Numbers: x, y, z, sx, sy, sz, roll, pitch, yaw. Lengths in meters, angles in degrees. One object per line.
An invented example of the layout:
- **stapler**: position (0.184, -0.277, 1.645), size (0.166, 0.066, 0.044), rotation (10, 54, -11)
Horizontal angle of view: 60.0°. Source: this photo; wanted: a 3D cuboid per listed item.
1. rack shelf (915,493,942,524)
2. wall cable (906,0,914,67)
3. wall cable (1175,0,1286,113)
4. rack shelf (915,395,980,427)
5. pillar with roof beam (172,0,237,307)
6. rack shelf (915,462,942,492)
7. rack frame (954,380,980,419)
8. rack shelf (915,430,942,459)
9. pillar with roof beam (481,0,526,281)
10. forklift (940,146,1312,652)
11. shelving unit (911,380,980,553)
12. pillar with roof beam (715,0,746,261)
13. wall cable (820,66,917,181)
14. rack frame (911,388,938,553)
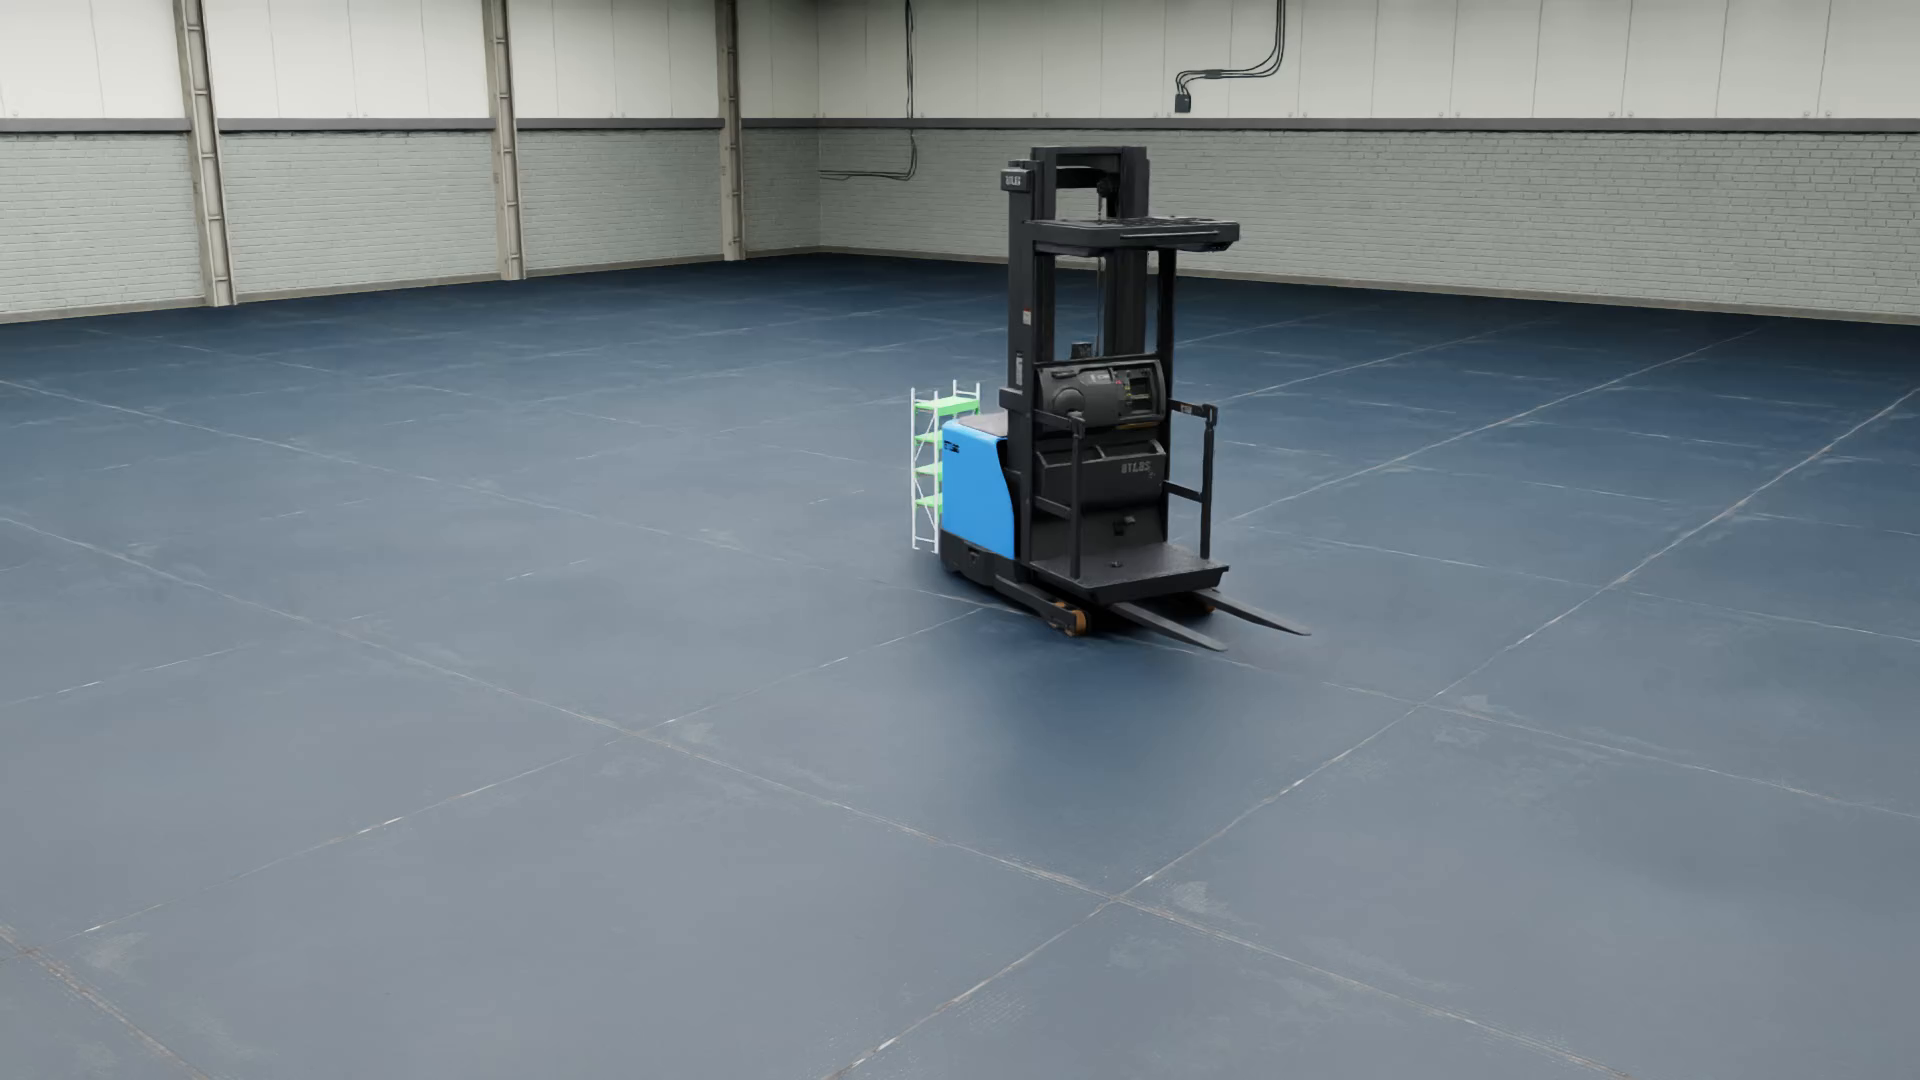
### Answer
- **rack shelf**: position (-0.104, -0.255, 12.425), size (0.258, 0.148, 0.480), rotation (11, 18, 38)
- **wall cable**: position (-0.094, -11.555, 35.882), size (3.097, 2.526, 0.112), rotation (11, 18, 38)
- **wall cable**: position (5.176, -11.207, 31.556), size (2.305, 6.003, 0.169), rotation (11, 18, 38)
- **rack shelf**: position (-0.104, -0.953, 12.248), size (0.258, 0.148, 0.480), rotation (11, 18, 38)
- **pillar with roof beam**: position (-9.272, -7.707, 24.685), size (9.100, 9.000, 0.400), rotation (11, 18, 38)
- **rack shelf**: position (-0.104, -0.488, 12.366), size (0.258, 0.148, 0.480), rotation (11, 18, 38)
- **rack frame**: position (0.049, -0.597, 12.534), size (0.240, 1.200, 0.015), rotation (11, 18, 38)
- **rack shelf**: position (-0.104, -0.721, 12.307), size (0.258, 0.148, 0.480), rotation (11, 18, 38)
- **pillar with roof beam**: position (-5.501, -8.856, 29.208), size (9.100, 9.000, 0.400), rotation (11, 18, 38)
- **forklift**: position (1.011, -0.952, 10.417), size (1.130, 2.935, 3.031), rotation (-8, 16, -28)
- **shelving unit**: position (-0.104, -0.550, 12.350), size (0.258, 1.200, 0.503), rotation (11, 18, 38)
- **pillar with roof beam**: position (-1.730, -10.005, 33.732), size (9.100, 9.000, 0.400), rotation (11, 18, 38)
- **wall cable**: position (-2.198, -9.526, 38.152), size (3.097, 2.526, 0.112), rotation (11, 18, 38)
- **rack frame**: position (-0.257, -0.503, 12.166), size (0.240, 1.200, 0.015), rotation (11, 18, 38)
